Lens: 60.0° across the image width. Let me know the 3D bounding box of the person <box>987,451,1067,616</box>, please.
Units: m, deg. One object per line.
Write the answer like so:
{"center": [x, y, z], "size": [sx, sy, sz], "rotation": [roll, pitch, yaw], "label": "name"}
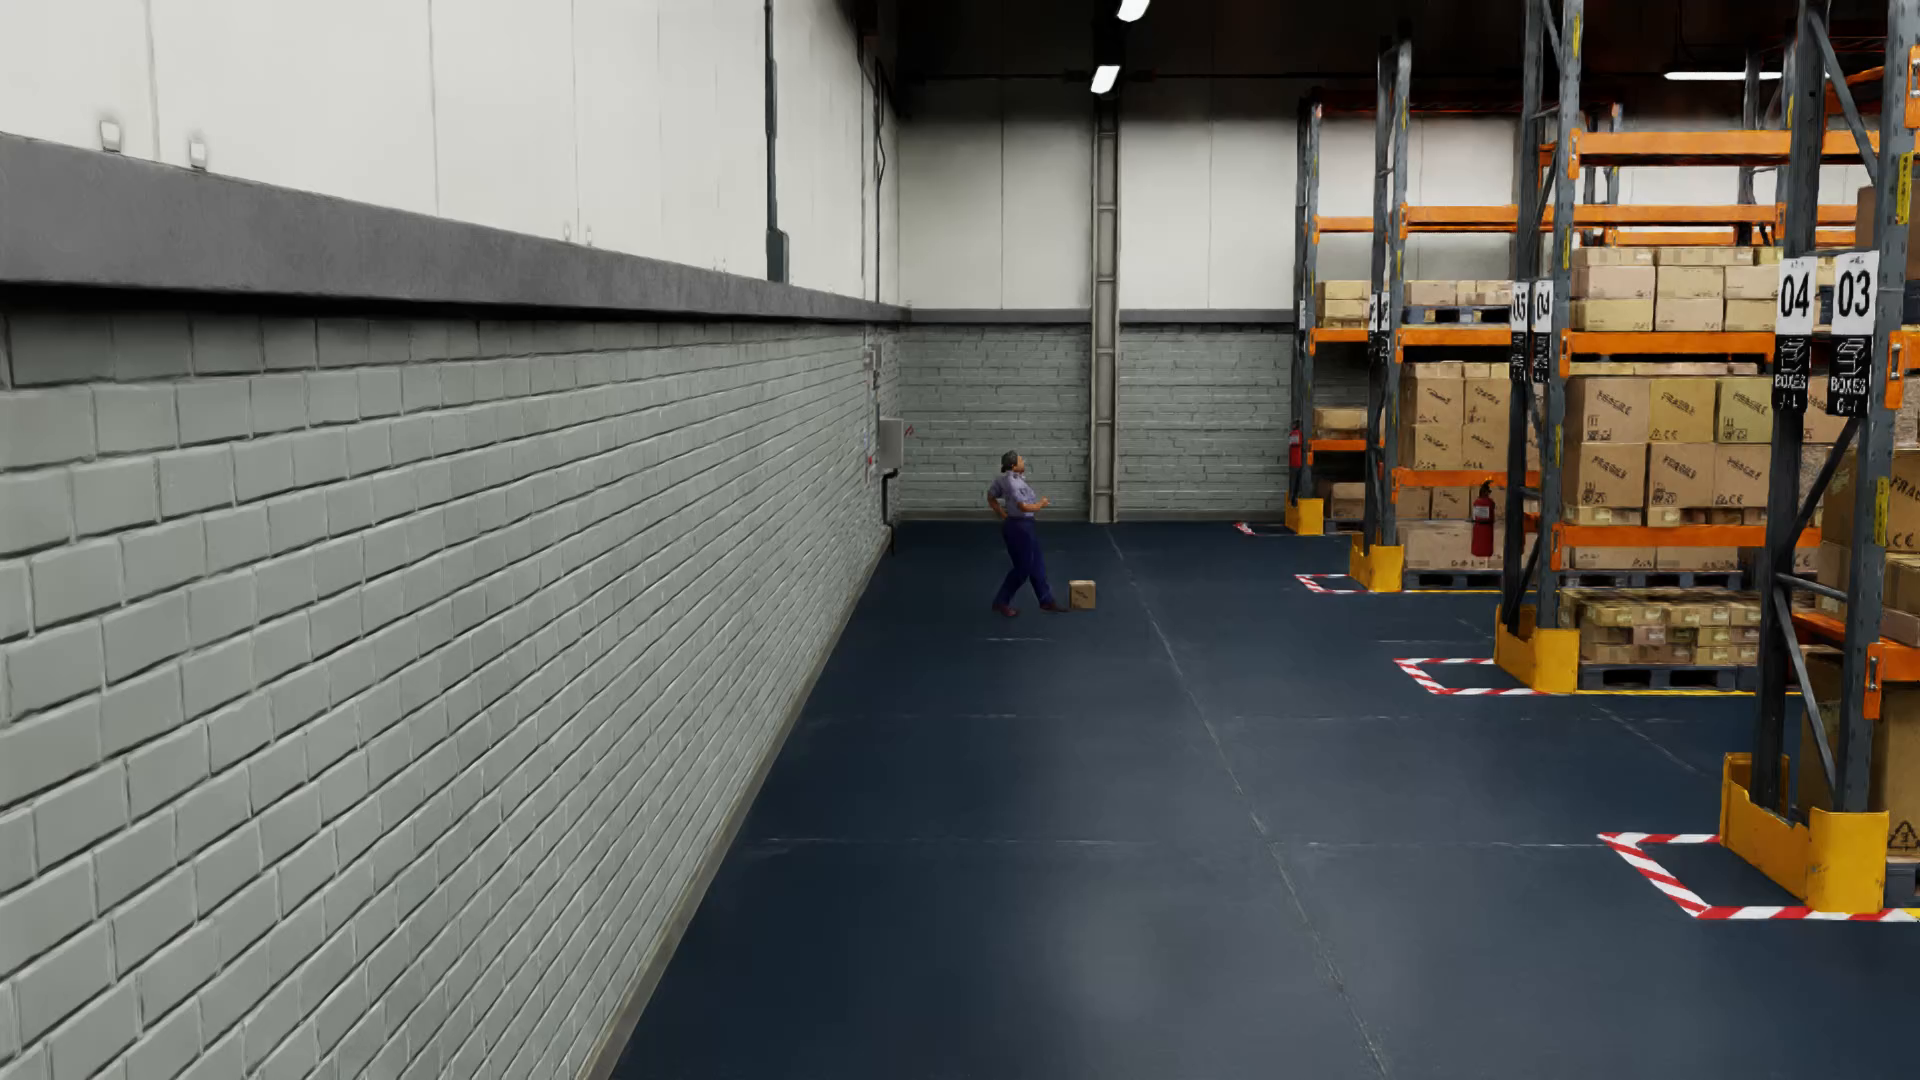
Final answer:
{"center": [0.681, -0.064, 16.439], "size": [0.804, 1.620, 0.566], "rotation": [0, 7, -3], "label": "person"}
